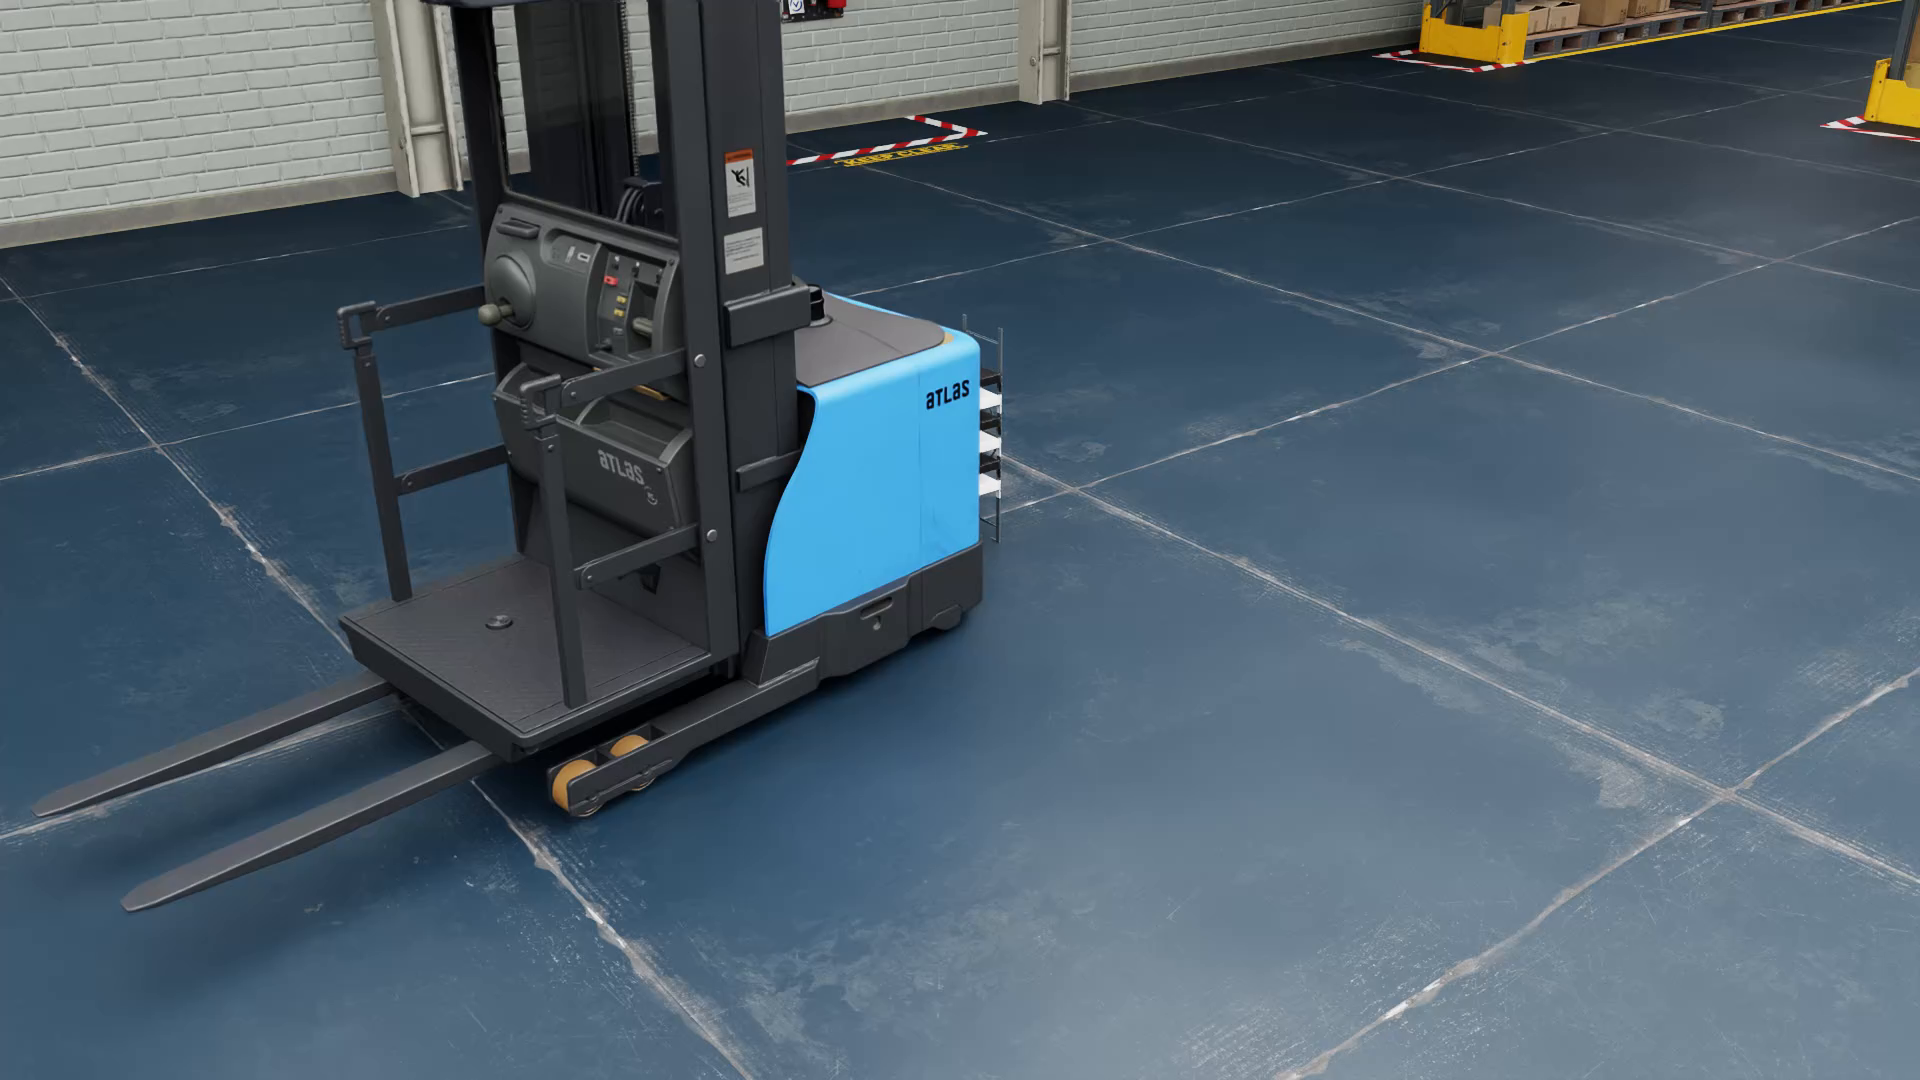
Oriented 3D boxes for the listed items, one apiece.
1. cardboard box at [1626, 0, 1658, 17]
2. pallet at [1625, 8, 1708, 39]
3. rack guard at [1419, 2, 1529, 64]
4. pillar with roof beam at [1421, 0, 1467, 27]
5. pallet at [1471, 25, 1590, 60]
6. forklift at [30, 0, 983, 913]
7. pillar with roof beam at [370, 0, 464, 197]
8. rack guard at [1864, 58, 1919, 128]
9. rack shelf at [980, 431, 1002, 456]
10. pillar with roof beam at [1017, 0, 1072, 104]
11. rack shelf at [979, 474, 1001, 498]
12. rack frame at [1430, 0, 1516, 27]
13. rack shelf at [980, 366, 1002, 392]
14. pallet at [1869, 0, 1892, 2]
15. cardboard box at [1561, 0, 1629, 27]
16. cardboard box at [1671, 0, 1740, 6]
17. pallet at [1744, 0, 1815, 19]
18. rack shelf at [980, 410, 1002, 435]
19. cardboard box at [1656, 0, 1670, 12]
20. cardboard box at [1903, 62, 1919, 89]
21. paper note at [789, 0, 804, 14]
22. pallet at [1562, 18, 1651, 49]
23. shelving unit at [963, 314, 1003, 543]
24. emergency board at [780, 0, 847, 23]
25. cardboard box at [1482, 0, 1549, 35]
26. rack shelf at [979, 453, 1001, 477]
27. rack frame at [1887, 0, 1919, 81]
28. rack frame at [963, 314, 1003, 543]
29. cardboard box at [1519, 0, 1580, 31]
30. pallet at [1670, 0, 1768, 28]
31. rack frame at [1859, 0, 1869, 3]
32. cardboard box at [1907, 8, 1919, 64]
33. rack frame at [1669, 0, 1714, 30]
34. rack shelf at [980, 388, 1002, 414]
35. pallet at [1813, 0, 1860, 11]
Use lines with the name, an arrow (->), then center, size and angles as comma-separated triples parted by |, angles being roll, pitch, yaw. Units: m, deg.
cardboard box -> 7.847, -6.433, 19.494 | 0.500, 0.500, 0.500 | -21, 32, -38
pallet -> 8.132, -6.199, 19.855 | 1.213, 0.211, 1.003 | -18, 31, -34
rack guard -> 5.551, -5.496, 17.999 | 0.348, 0.500, 1.175 | -18, 31, -34
pillar with roof beam -> 8.165, -8.374, 14.104 | 0.400, 9.000, 9.100 | -18, 31, -34
pallet -> 6.212, -5.565, 18.490 | 1.213, 0.211, 1.003 | -18, 31, -34
forklift -> -1.297, -0.746, 4.877 | 1.130, 2.935, 3.031 | 22, 33, 39
pillar with roof beam -> -1.278, -5.257, 7.388 | 0.400, 9.000, 9.100 | -18, 31, -34
rack guard -> 8.532, -3.830, 14.410 | 0.348, 0.500, 1.175 | -18, 31, -34
rack shelf -> 0.006, -0.380, 6.579 | 0.200, 0.077, 0.258 | -18, 31, -34
pillar with roof beam -> 3.443, -6.815, 10.746 | 0.400, 9.000, 9.100 | -18, 31, -34
rack shelf -> 0.006, -0.217, 6.655 | 0.200, 0.077, 0.258 | -18, 31, -34
rack frame -> 5.491, -6.611, 17.431 | 0.127, 3.000, 1.000 | -18, 31, -34
rack shelf -> 0.006, -0.625, 6.465 | 0.200, 0.077, 0.258 | -18, 31, -34
pallet -> 12.454, -7.604, 22.883 | 1.213, 0.211, 1.003 | -18, 31, -34
cardboard box -> 7.148, -6.148, 18.881 | 0.500, 0.500, 0.700 | -21, 32, -37
cardboard box -> 9.208, -6.912, 20.527 | 0.500, 0.500, 0.700 | -17, 30, -32
pallet -> 10.211, -6.906, 21.380 | 1.213, 0.211, 1.003 | -18, 31, -34
rack shelf -> 0.006, -0.462, 6.541 | 0.200, 0.077, 0.258 | -18, 31, -34
cardboard box -> 8.237, -6.415, 19.853 | 0.380, 0.166, 0.250 | 22, 33, 39
cardboard box -> 8.791, -4.151, 14.898 | 0.500, 0.250, 0.500 | -18, 31, -34
paper note -> -1.363, -4.468, 13.861 | 0.142, 0.148, 0.016 | -18, 31, -34
pallet -> 7.172, -5.880, 19.169 | 1.213, 0.211, 1.003 | -18, 31, -34
shelving unit -> 0.006, -0.410, 6.565 | 0.210, 0.900, 0.258 | -18, 31, -34
emergency board -> -1.181, -4.891, 13.726 | 0.643, 1.169, 0.194 | -18, 31, -34
cardboard box -> 6.091, -5.740, 18.227 | 0.500, 0.311, 0.500 | -23, 33, -40
rack shelf -> 0.006, -0.298, 6.617 | 0.200, 0.077, 0.258 | -18, 31, -34
rack frame -> 8.551, -4.971, 13.897 | 0.127, 3.000, 1.000 | -18, 31, -34
rack frame -> 0.086, -0.437, 6.622 | 0.006, 0.900, 0.240 | -18, 31, -34
cardboard box -> 6.540, -5.889, 18.546 | 0.500, 0.311, 0.500 | -15, 29, -30
pallet -> 9.251, -6.588, 20.693 | 1.213, 0.211, 1.003 | -18, 31, -34
rack frame -> 11.787, -8.689, 21.908 | 0.127, 3.000, 1.000 | -18, 31, -34
cardboard box -> 8.789, -4.492, 14.742 | 0.500, 0.500, 0.500 | -18, 31, -34
rack frame -> 8.639, -7.650, 19.670 | 0.127, 3.000, 1.000 | -18, 31, -34
rack shelf -> 0.006, -0.543, 6.503 | 0.200, 0.077, 0.258 | -18, 31, -34
pallet -> 11.171, -7.221, 22.059 | 1.213, 0.211, 1.003 | -18, 31, -34
